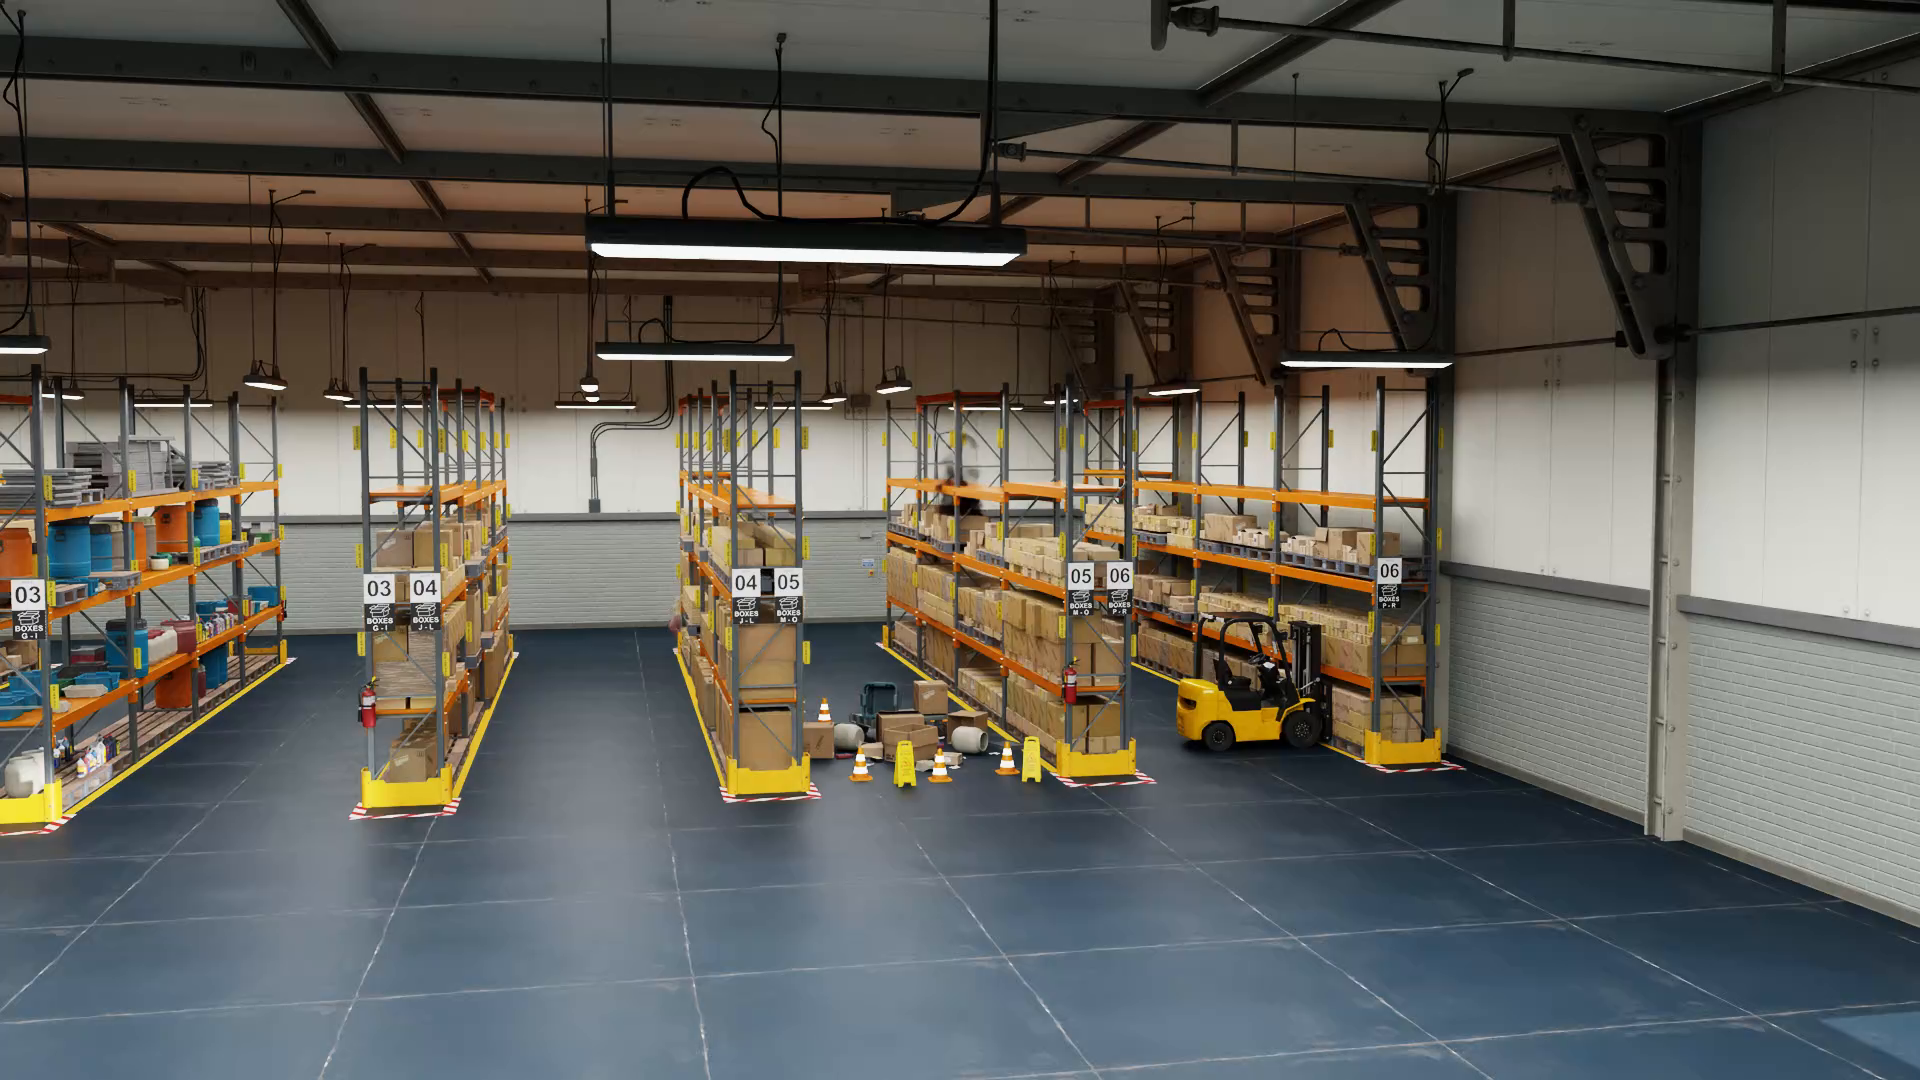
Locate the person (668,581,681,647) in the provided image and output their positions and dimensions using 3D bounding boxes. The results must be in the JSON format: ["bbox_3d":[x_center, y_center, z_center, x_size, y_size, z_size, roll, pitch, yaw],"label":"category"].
[{"bbox_3d":[-6.761,1.804,40.101,0.578,1.619,0.640,-2,4,-29],"label":"person"}]
